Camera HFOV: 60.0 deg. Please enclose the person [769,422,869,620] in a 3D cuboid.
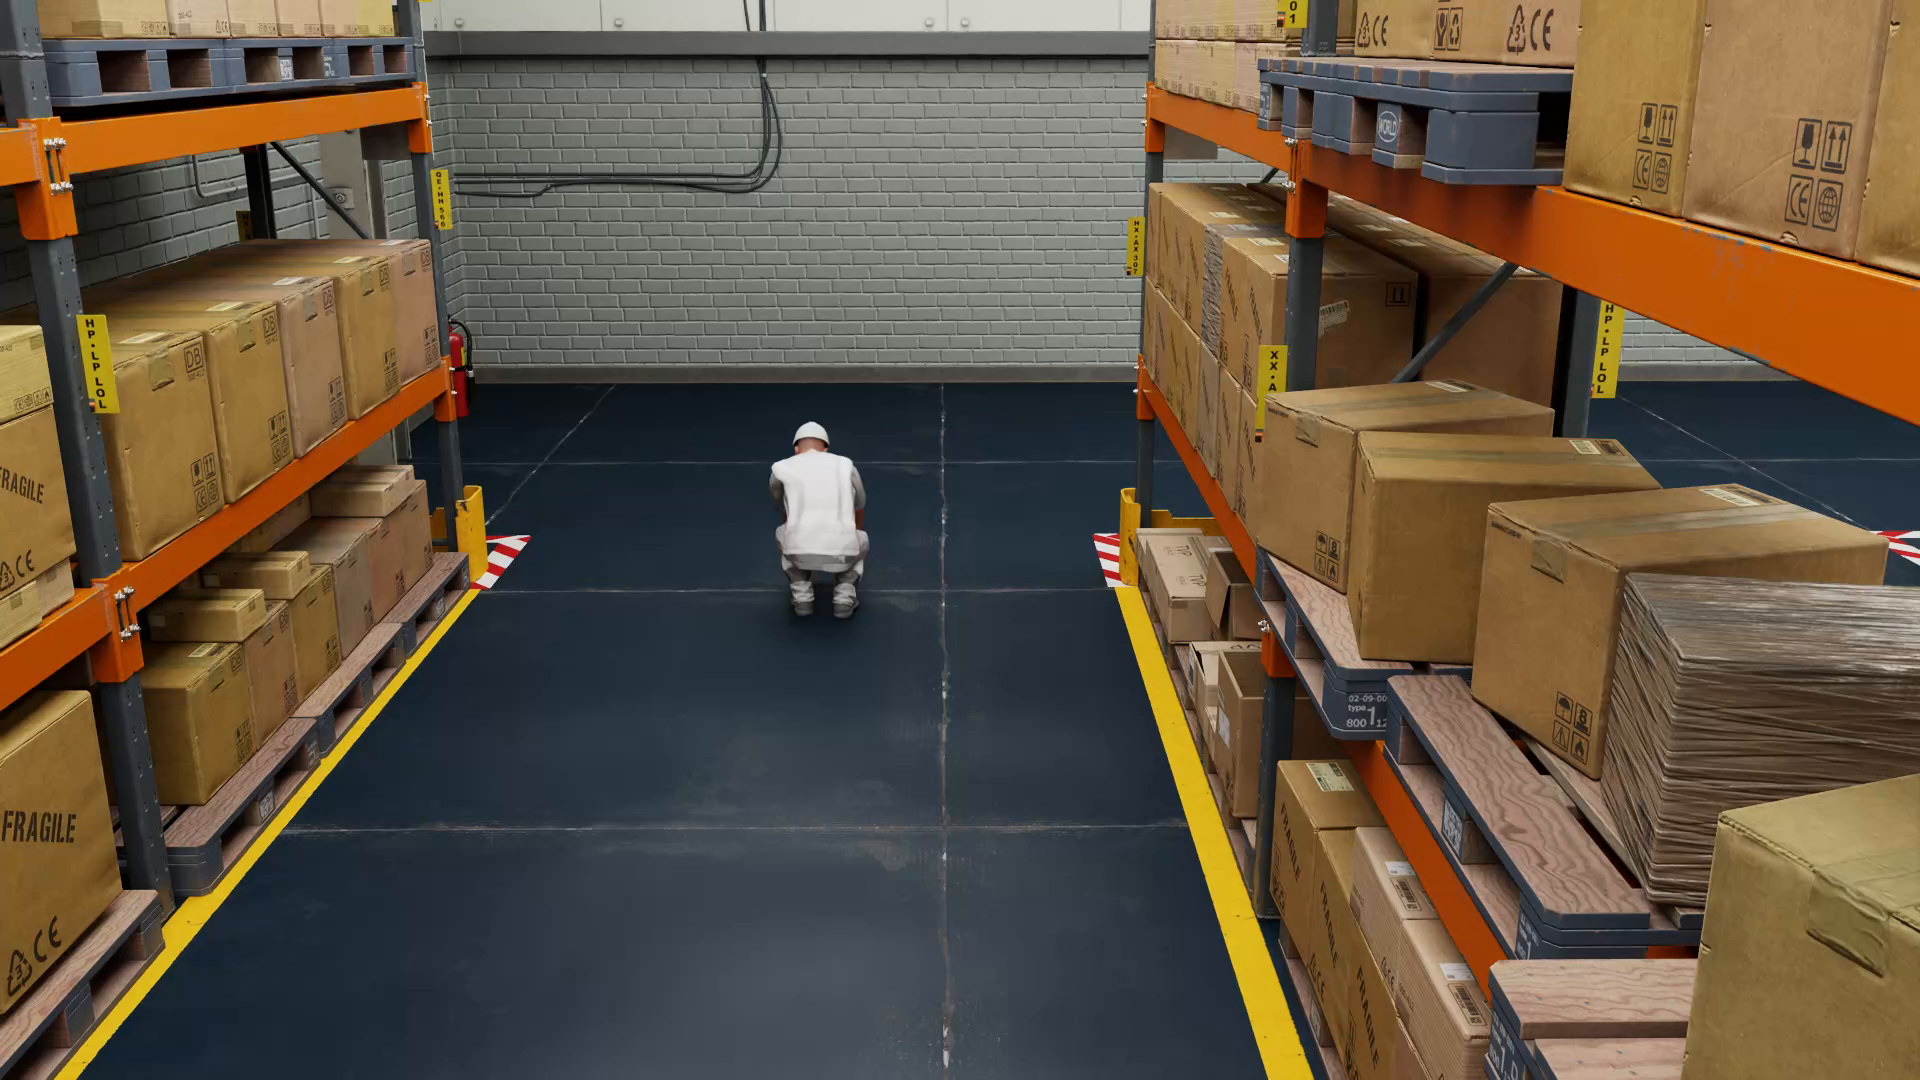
[{"bbox_3d":[-0.775,-0.114,9.252,0.533,0.996,0.871,0,17,-1],"label":"person"}]
